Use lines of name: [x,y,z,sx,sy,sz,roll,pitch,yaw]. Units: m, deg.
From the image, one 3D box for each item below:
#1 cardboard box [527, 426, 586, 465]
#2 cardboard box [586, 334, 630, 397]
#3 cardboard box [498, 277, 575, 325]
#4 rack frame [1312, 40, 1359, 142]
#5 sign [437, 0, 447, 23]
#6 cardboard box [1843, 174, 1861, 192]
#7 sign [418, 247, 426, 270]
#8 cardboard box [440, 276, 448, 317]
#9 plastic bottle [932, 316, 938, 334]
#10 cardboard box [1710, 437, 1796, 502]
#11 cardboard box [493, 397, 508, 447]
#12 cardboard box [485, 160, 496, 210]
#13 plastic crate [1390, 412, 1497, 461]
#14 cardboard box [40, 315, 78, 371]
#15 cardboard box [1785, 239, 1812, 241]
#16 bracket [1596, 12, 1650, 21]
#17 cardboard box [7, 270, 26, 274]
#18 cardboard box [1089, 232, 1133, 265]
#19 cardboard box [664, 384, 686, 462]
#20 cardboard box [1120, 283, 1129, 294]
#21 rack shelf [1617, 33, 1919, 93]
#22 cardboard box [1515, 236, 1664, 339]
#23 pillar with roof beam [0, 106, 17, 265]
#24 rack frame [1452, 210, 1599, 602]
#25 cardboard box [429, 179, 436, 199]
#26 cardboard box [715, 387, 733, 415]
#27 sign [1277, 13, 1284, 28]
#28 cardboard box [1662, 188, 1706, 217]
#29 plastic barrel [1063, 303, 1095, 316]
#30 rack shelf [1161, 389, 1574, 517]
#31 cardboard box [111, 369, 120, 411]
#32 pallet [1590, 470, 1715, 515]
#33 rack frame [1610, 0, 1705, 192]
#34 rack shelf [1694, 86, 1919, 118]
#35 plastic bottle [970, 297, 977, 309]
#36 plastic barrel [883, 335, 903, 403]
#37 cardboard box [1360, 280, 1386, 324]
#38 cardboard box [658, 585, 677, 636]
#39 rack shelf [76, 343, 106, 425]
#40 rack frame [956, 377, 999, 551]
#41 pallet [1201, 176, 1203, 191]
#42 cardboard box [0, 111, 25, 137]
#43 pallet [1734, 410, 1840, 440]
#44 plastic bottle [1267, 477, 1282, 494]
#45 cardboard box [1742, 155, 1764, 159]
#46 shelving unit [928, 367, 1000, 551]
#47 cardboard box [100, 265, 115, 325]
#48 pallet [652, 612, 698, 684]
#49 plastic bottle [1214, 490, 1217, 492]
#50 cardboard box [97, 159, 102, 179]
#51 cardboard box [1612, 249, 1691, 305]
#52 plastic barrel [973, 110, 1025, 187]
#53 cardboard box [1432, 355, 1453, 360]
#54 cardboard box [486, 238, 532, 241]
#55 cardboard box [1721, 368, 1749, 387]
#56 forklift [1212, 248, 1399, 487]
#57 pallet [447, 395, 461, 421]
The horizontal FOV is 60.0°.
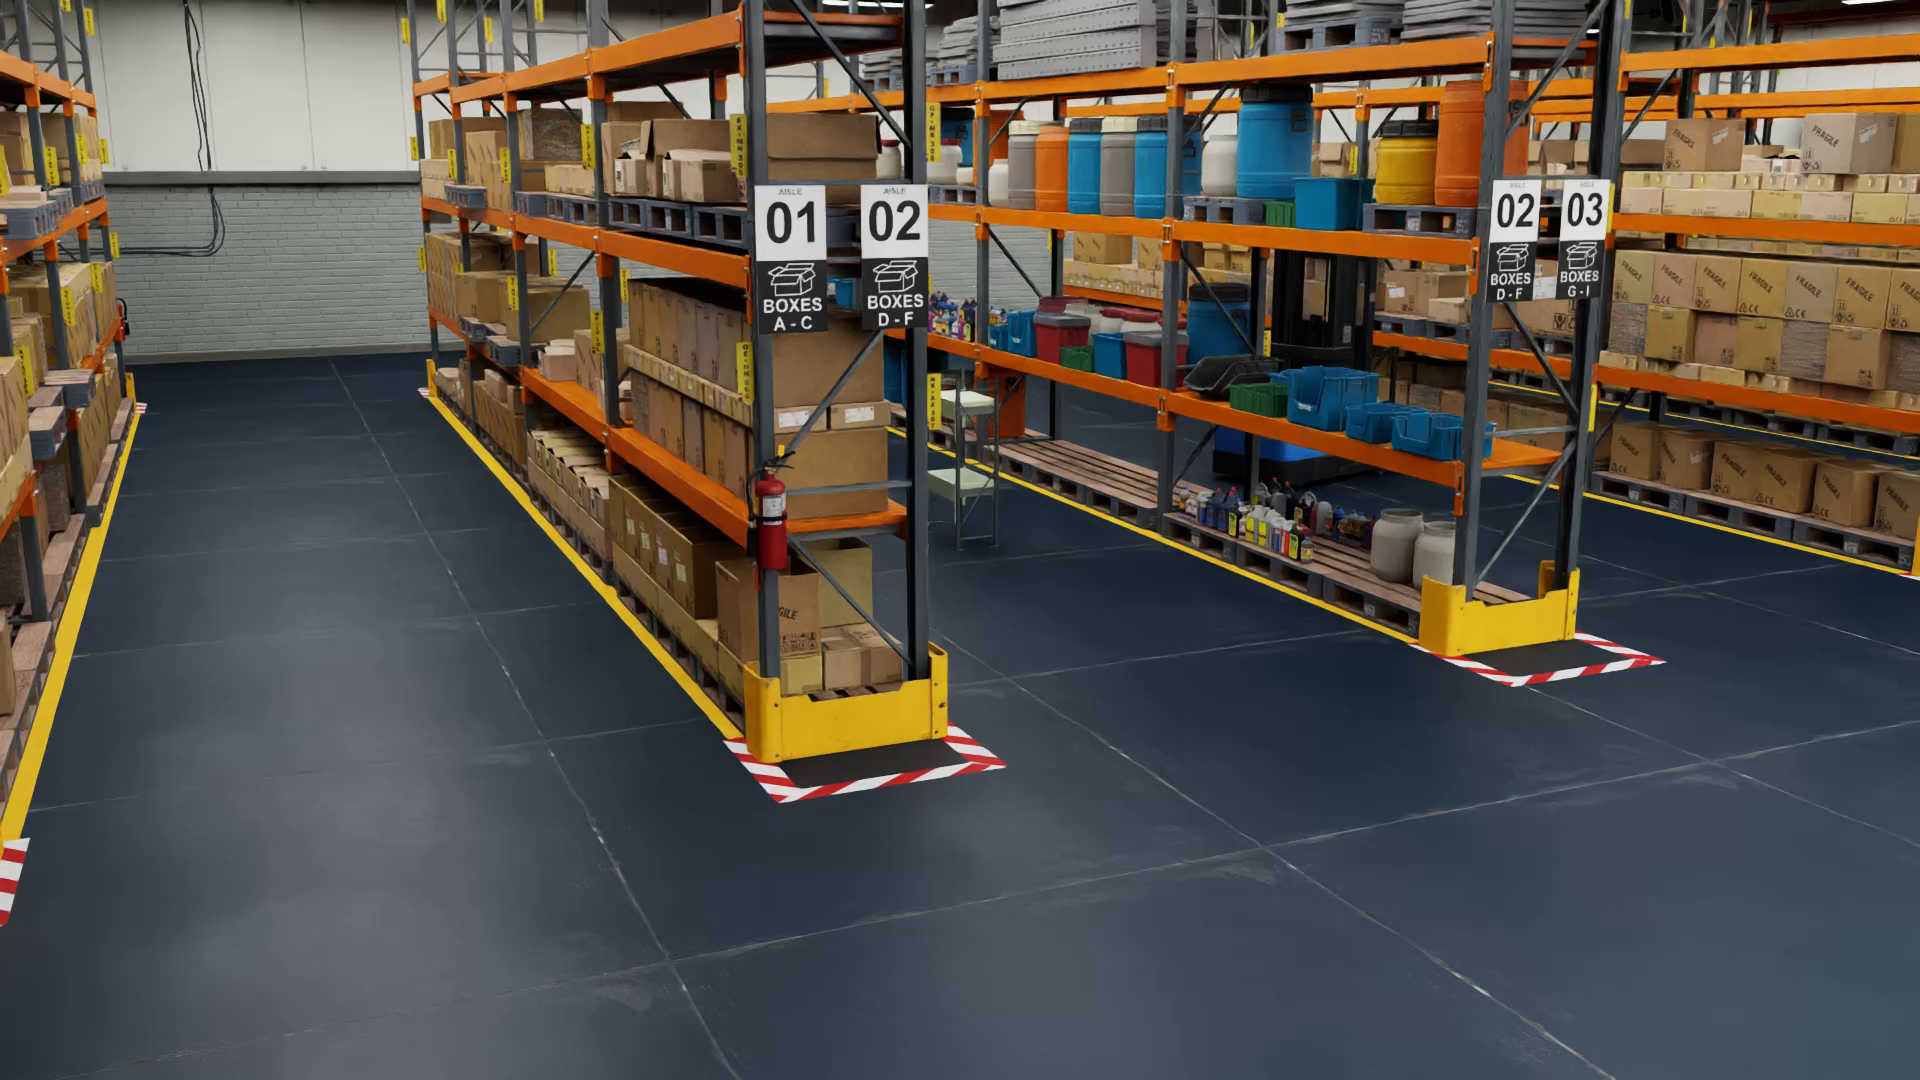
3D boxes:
cardboard box: [-3.931,-0.942,16.212,0.500,0.311,0.500,-5,14,-21]
cardboard box: [-2.973,-1.534,14.622,0.500,0.500,0.500,-6,14,-23]
cardboard box: [-4.709,-2.659,18.553,0.700,0.500,0.500,-10,16,-37]
rack frame: [6.587,-7.835,28.767,1.000,3.000,0.127,-6,14,-23]
sign: [-5.978,-6.136,19.179,0.100,0.325,0.005,-6,14,-23]
cardboard box: [7.700,-3.015,14.039,0.380,0.149,0.250,-5,14,-22]
sign: [-7.573,-3.964,23.426,0.100,0.325,0.005,-6,14,-23]
cardboard box: [-6.531,-3.211,21.871,0.500,0.500,0.500,-5,14,-22]
plastic bottle: [-0.279,-2.548,19.665,0.097,0.201,0.097,0,13,0]
cardboard box: [7.490,-0.668,15.716,0.500,0.500,0.500,-7,15,-28]
cardboard box: [-4.884,-1.322,18.498,0.500,0.500,0.500,-6,14,-25]
cardboard box: [-4.490,-3.749,17.540,0.910,0.500,0.500,-6,14,-23]
plastic crate: [3.399,-0.736,11.729,0.499,0.251,0.616,-6,14,-23]
cardboard box: [-8.369,-1.817,15.144,0.500,0.500,0.500,-5,14,-21]
cardboard box: [13.238,-4.661,25.915,0.500,0.500,0.500,-6,14,-24]
bracket: [13.764,-11.776,37.809,0.076,0.066,5.218,-6,14,-23]
cardboard box: [-9.644,-2.556,16.674,0.500,0.250,0.500,-6,14,-25]
cardboard box: [2.361,-4.589,26.057,0.500,0.500,0.500,-6,14,-24]
cardboard box: [-1.671,-0.858,11.701,0.700,0.500,0.500,-5,14,-22]
cardboard box: [2.667,-3.836,25.347,0.380,0.149,0.250,-6,14,-24]
rack shelf: [7.610,-4.164,14.506,1.077,0.370,4.000,-6,14,-23]
cardboard box: [6.619,-2.680,17.535,1.000,1.000,1.000,-6,14,-23]
pillar with roof beam: [-9.543,-6.935,24.875,9.100,9.000,0.400,-6,14,-23]
rack frame: [3.873,-0.733,11.383,1.000,3.000,0.127,-6,14,-23]
cardboard box: [-6.713,-4.643,21.959,0.500,0.250,0.500,-6,14,-23]
cardboard box: [-1.302,-0.871,10.322,0.380,0.149,0.250,-5,14,-22]
sign: [2.780,-4.427,14.505,0.100,0.325,0.005,-6,14,-23]
cardboard box: [6.971,-3.170,15.593,0.500,0.250,0.500,-6,14,-23]
plastic barrel: [1.277,-2.247,17.676,0.421,0.512,0.421,0,13,0]
rack shelf: [3.072,-0.795,13.249,1.077,0.370,4.000,-6,14,-23]
cardboard box: [-11.041,-1.891,21.001,0.700,0.500,0.500,-6,14,-23]
pallet: [7.111,-0.512,16.615,1.003,0.211,1.213,-6,14,-23]
rack frame: [6.809,-4.929,16.210,1.000,3.000,0.127,-6,14,-23]
rack shelf: [10.593,-5.224,19.967,1.077,0.370,4.000,-6,14,-23]
plastic bottle: [0.176,-2.800,20.424,0.144,0.351,0.185,-6,14,-23]
plastic barrel: [-0.731,-2.280,21.792,0.600,0.901,0.708,-6,14,-23]
cardboard box: [5.262,-3.006,20.986,0.500,0.500,0.500,-5,14,-21]
cardboard box: [-1.764,0.456,11.413,0.500,0.250,0.500,-6,14,-23]
rack shelf: [-9.210,-1.553,16.524,1.077,0.370,4.000,-6,14,-23]
rack frame: [0.149,-0.654,14.368,0.400,1.500,0.023,-6,14,-23]
pallet: [3.287,-5.247,24.434,1.003,0.211,1.213,-6,14,-23]
cardboard box: [-9.544,-4.100,16.421,0.500,0.250,0.500,-6,14,-25]
pallet: [10.524,-1.480,20.796,1.003,0.211,1.213,-6,14,-23]
plastic bottle: [2.793,-0.376,14.740,0.144,0.351,0.185,-6,14,-24]
cardboard box: [9.881,-4.762,21.184,0.500,0.311,0.500,-6,14,-23]
shelving unit: [0.003,-0.729,14.695,0.431,1.500,0.755,-6,14,-23]
cardboard box: [-11.098,-3.036,20.669,0.980,0.700,0.700,-6,14,-23]
pallet: [-1.496,0.667,11.521,1.003,0.211,1.213,-6,14,-23]
plastic bottle: [2.249,-0.290,14.519,0.061,0.283,0.133,-6,14,-23]
cardboard box: [-11.077,-4.658,20.869,0.500,0.250,0.500,-5,14,-21]
cardboard box: [6.757,-2.571,16.228,0.500,0.500,0.500,-6,14,-23]
plastic barrel: [0.444,-4.378,18.598,0.600,0.830,0.708,-6,14,-23]
cardboard box: [7.721,-2.952,26.364,0.380,0.149,0.250,-5,14,-22]
cardboard box: [-5.817,-3.637,21.491,0.500,0.500,0.500,-6,14,-25]
cardboard box: [7.233,-1.504,15.271,0.380,0.149,0.250,-6,14,-23]
forklift: [4.136,-2.221,17.968,3.031,2.935,1.130,-11,17,-39]
pallet: [-6.240,-1.801,22.183,1.003,0.211,1.213,-6,14,-23]
